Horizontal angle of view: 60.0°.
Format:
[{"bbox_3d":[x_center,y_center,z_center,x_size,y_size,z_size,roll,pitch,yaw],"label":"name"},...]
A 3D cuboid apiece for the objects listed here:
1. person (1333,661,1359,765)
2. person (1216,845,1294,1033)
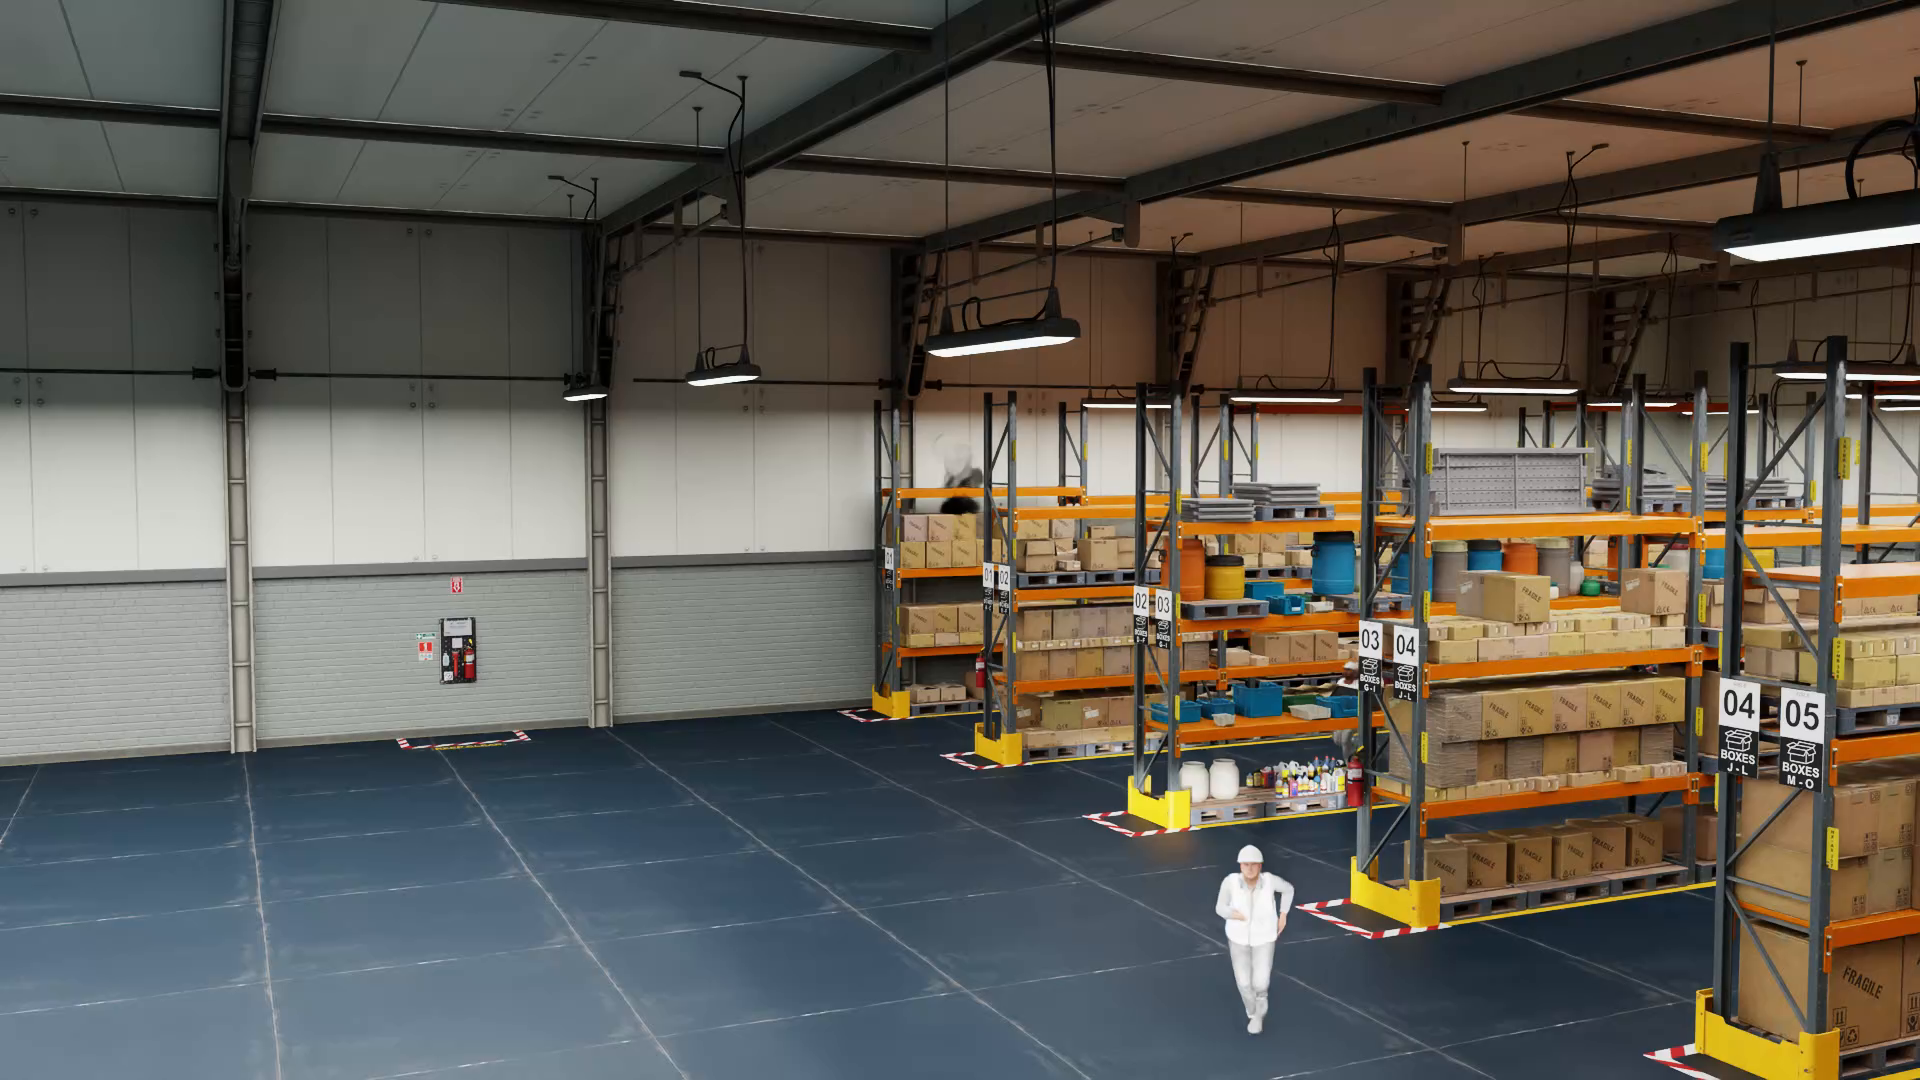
[{"bbox_3d":[6.185,2.776,26.323,0.589,1.721,0.702,-3,4,-39],"label":"person"},{"bbox_3d":[2.544,3.471,14.405,0.646,1.709,0.749,1,3,16],"label":"person"}]
